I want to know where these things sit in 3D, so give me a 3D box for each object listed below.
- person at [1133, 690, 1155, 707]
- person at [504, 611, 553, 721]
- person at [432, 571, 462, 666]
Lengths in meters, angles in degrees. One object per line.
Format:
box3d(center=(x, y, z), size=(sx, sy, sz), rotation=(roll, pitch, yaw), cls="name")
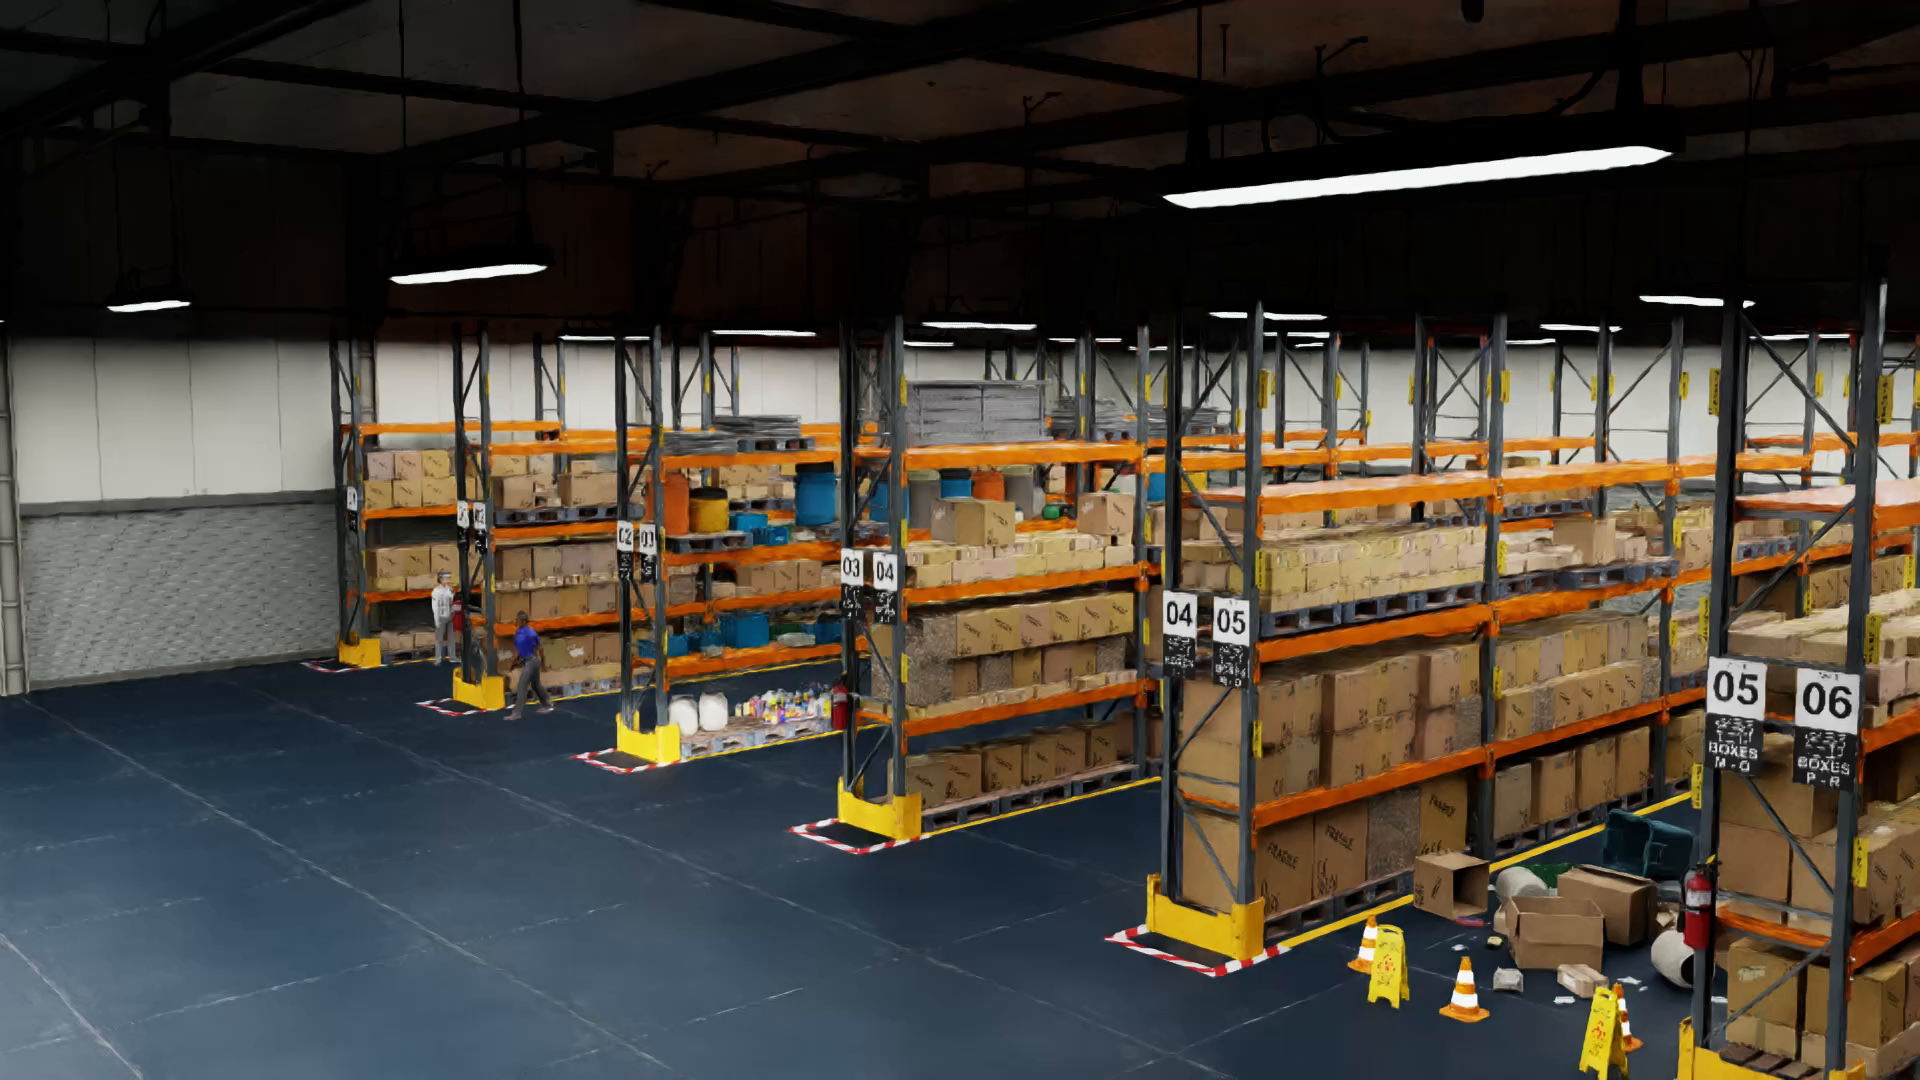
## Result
box3d(center=(2.822, 1.869, 24.981), size=(0.429, 1.656, 0.533), rotation=(2, 6, 18), cls="person")
box3d(center=(-6.574, 1.873, 25.220), size=(0.896, 1.604, 0.544), rotation=(-5, 7, -39), cls="person")
box3d(center=(-9.169, 1.381, 29.697), size=(0.365, 1.679, 0.586), rotation=(4, 7, 32), cls="person")
